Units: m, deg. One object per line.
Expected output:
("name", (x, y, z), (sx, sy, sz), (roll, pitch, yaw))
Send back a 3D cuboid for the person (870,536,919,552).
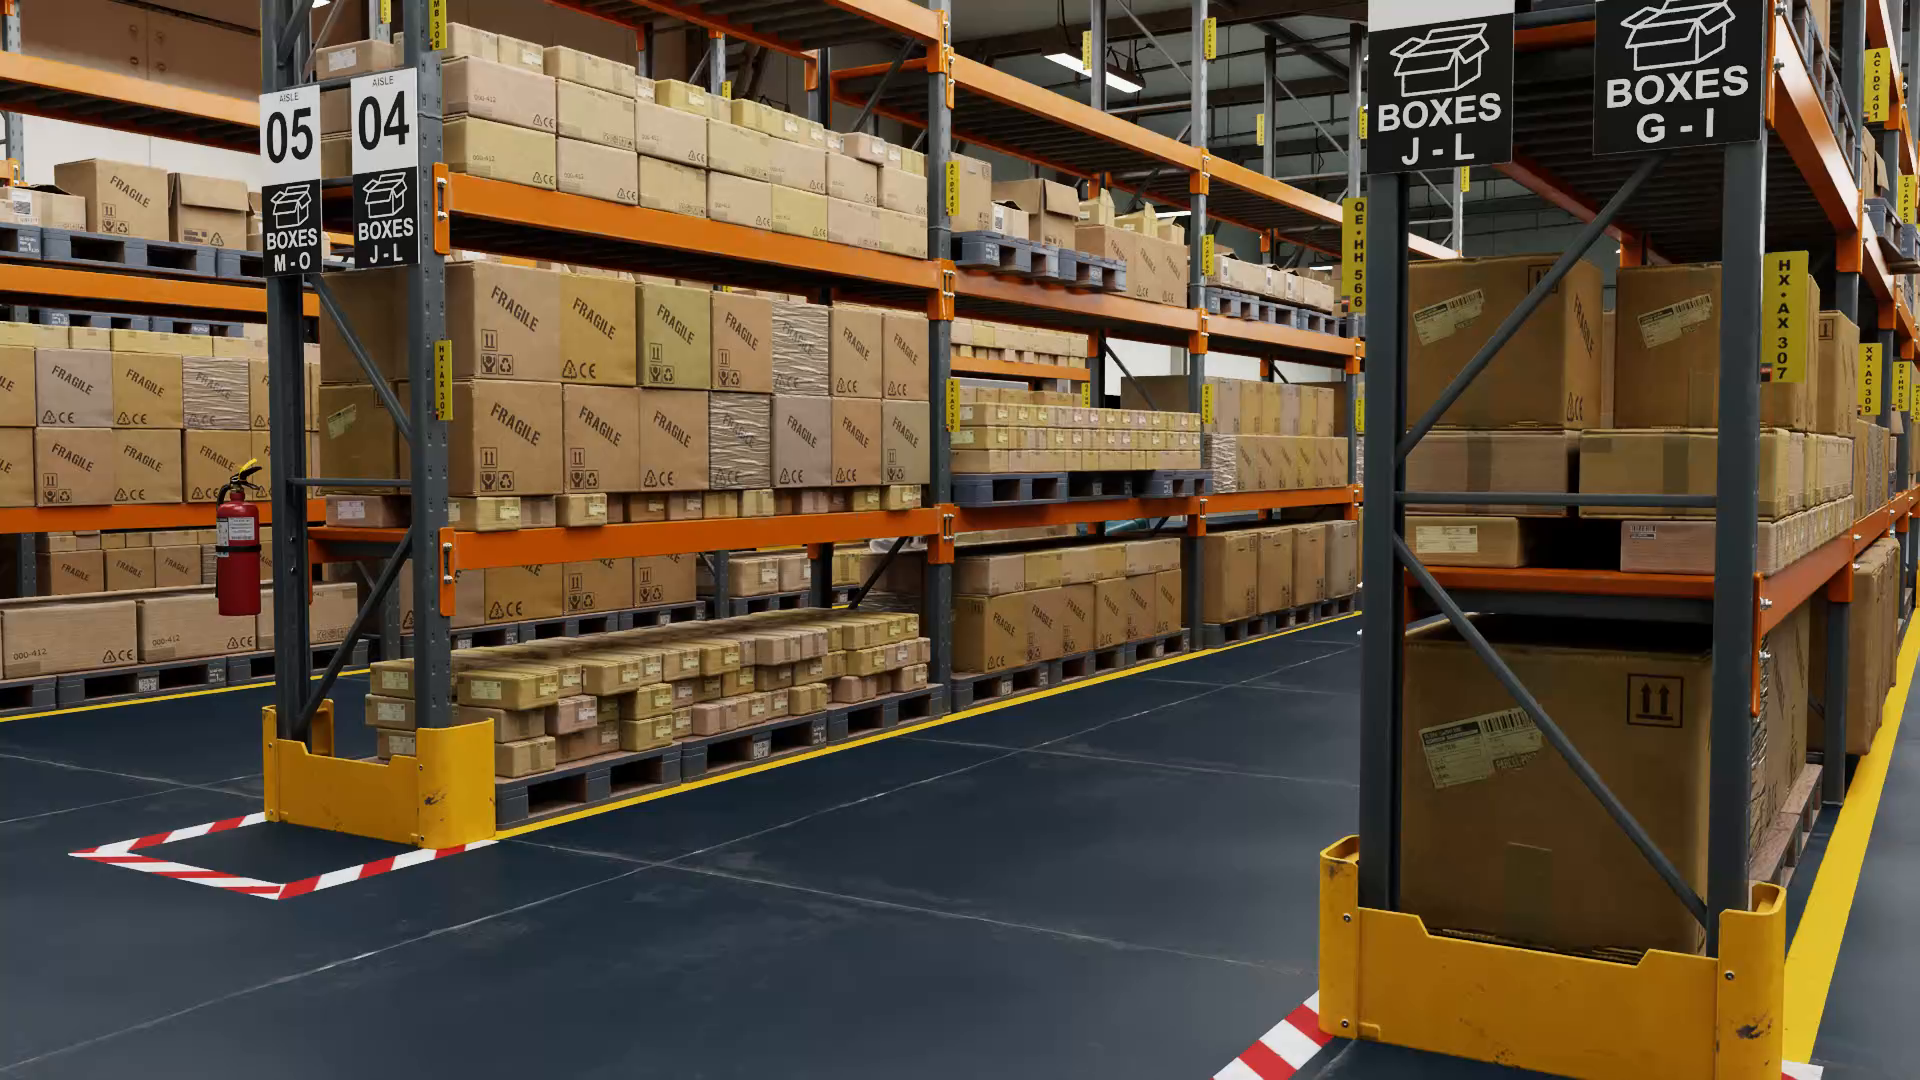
("person", (-0.560, 0.037, 14.266), (0.487, 1.672, 0.614), (2, 3, 31))
